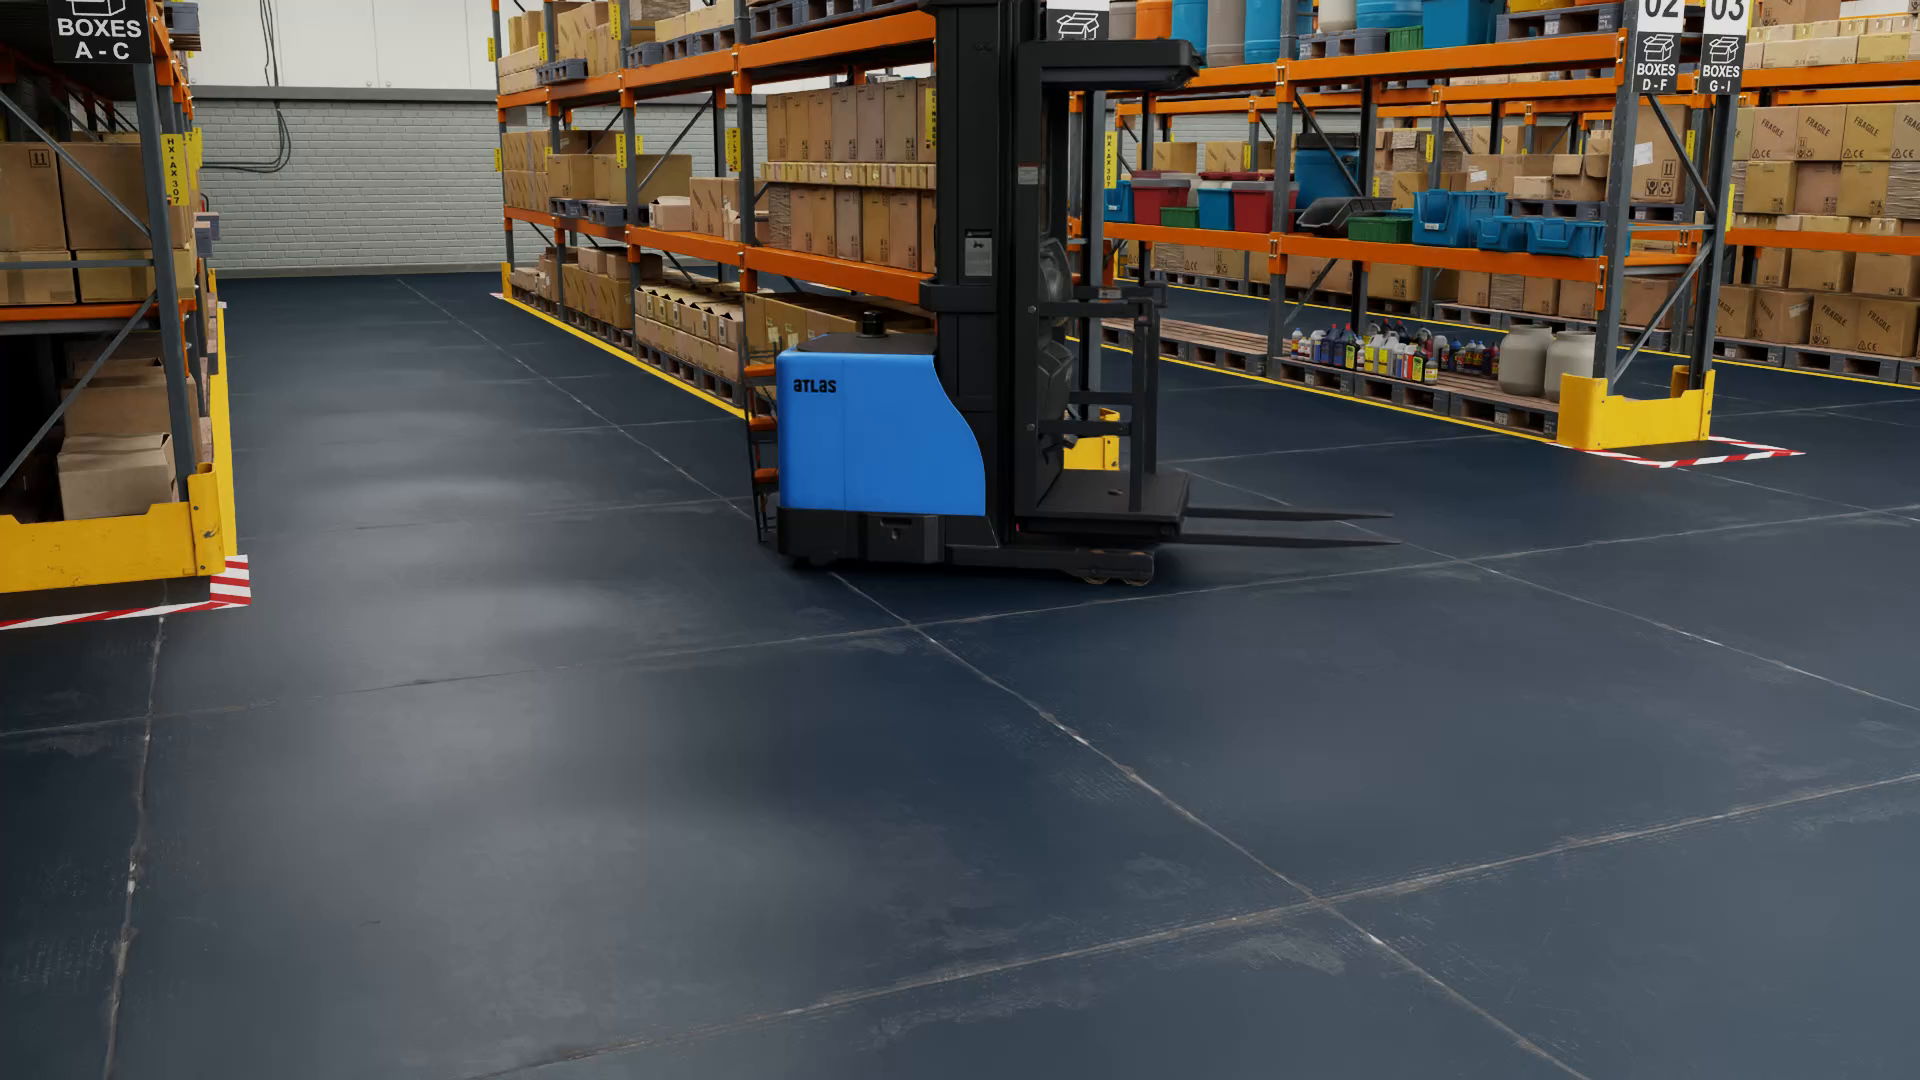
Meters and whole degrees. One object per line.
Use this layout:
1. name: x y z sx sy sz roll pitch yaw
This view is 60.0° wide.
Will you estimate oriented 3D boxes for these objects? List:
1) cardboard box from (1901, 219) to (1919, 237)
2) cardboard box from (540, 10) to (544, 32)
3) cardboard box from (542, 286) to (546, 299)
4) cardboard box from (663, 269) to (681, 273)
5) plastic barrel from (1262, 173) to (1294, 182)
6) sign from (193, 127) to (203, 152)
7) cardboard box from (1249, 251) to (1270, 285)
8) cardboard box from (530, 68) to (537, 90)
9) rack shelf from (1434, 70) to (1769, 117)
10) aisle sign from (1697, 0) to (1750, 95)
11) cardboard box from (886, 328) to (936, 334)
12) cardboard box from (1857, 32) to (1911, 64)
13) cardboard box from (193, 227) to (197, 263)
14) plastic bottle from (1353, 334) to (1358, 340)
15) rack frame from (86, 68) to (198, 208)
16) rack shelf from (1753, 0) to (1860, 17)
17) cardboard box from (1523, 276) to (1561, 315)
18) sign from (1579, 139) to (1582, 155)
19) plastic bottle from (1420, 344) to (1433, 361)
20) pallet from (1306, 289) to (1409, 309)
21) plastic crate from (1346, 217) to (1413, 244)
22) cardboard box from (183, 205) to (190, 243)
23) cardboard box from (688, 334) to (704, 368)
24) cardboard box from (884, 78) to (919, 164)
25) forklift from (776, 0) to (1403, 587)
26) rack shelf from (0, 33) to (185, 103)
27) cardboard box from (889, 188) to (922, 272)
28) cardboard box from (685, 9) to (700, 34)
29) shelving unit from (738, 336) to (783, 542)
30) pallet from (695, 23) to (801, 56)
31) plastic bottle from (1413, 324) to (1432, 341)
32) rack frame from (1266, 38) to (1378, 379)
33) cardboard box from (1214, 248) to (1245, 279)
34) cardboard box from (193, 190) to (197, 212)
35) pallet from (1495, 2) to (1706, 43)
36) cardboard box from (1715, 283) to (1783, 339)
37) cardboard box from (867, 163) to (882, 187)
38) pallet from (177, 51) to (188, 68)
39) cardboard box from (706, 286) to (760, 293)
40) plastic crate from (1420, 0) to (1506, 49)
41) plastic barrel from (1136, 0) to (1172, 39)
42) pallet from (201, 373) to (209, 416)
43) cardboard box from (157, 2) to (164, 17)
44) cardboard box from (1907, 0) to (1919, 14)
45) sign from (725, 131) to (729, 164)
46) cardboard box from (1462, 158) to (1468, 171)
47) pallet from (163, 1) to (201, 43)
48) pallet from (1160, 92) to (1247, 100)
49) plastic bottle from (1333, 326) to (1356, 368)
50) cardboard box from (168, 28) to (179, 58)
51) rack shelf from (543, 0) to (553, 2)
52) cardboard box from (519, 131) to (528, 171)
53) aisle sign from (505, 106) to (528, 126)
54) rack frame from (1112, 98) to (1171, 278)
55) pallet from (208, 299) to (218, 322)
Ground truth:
1. cardboard box: 8.619 -2.780 14.785 0.380 0.149 0.250 -6 14 -23
2. cardboard box: -4.954 -6.503 21.225 0.700 0.500 0.500 -6 14 -23
3. cardboard box: -5.141 -3.180 21.304 0.380 0.149 0.250 -6 14 -23
4. cardboard box: -3.391 -2.799 18.881 0.500 0.500 0.500 -6 14 -25
5. plastic barrel: 3.115 -3.268 16.036 0.433 0.535 0.433 0 13 0
6. sign: -10.084 -5.294 21.999 0.100 0.325 0.005 -6 14 -23
7. cardboard box: 4.905 -4.123 23.814 1.225 0.875 0.875 -6 14 -23
8. cardboard box: -5.077 -5.759 20.782 0.500 0.250 0.500 -6 14 -23
9. rack shelf: 7.034 -4.956 18.572 1.077 0.370 4.000 -6 14 -23
10. aisle sign: 5.197 -3.436 11.298 0.394 0.787 0.004 -6 14 -23
11. cardboard box: -0.128 -1.025 10.152 0.500 0.500 0.500 -6 14 -23
12. cardboard box: 8.405 -4.383 14.836 0.500 0.250 0.500 -6 14 -24
13. cardboard box: -5.313 -1.956 10.955 0.500 0.250 0.500 -6 14 -23
14. plastic bottle: 3.409 -1.646 14.404 0.097 0.271 0.097 0 13 0
15. rack frame: -8.985 -3.742 18.386 1.000 3.000 0.127 -6 14 -23
16. rack shelf: 11.619 -6.649 20.125 1.077 0.370 4.000 -6 14 -23
17. cardboard box: 6.987 -2.888 19.263 0.700 0.500 0.500 -4 14 -18
18. sign: 9.723 -6.126 26.120 0.100 0.325 0.005 -6 14 -23
19. plastic bottle: 3.784 -1.453 13.543 0.061 0.283 0.133 -6 14 -23
20. pallet: 5.501 -3.321 22.750 1.003 0.211 1.213 -6 14 -23
21. plastic crate: 3.582 -2.575 13.813 0.450 0.188 0.662 -6 14 -23
22. cardboard box: -4.283 -1.794 8.593 0.500 0.500 0.500 -6 14 -23
23. cardboard box: -2.081 -1.672 14.610 0.500 0.250 0.500 -5 14 -22
24. cardboard box: -0.053 -2.609 10.390 0.700 0.500 0.500 -6 14 -24
25. forklift: 0.659 -1.335 8.137 3.031 2.935 1.130 2 13 10
26. rack shelf: -6.582 -3.613 12.773 1.077 0.370 4.000 -6 14 -23
27. cardboard box: -0.031 -1.966 10.488 0.700 0.500 0.500 -5 14 -22
28. cardboard box: -2.167 -4.642 15.024 0.500 0.250 0.500 -6 14 -24
29. shelving unit: -1.006 -0.534 8.816 0.215 1.050 0.252 -4 13 2
30. pallet: -1.608 -4.087 13.647 0.805 0.209 1.217 -6 14 -25
31. plastic bottle: 4.025 -1.695 14.438 0.144 0.351 0.185 -6 14 -23
32. rack frame: 3.297 -2.984 15.111 1.000 3.000 0.127 -6 14 -23
33. cardboard box: 4.440 -4.397 24.998 0.875 0.875 0.875 -6 14 -23
34. cardboard box: -7.544 -3.352 15.773 0.500 0.500 0.500 -5 14 -21
35. pallet: 4.658 -3.707 12.000 1.003 0.211 1.213 -6 14 -23
36. cardboard box: 7.959 -2.332 16.906 0.500 0.500 0.500 -6 14 -25
37. cardboard box: -0.381 -2.351 10.714 0.380 0.149 0.250 -5 14 -21
38. pallet: -7.689 -4.413 15.053 1.213 0.211 1.003 -5 14 -20
39. cardboard box: -2.196 -2.309 16.119 0.500 0.311 0.500 -6 14 -24
40. plastic crate: 3.860 -3.978 12.789 0.392 0.384 0.575 -6 14 -23
41. plastic barrel: 2.087 -5.157 16.894 0.600 0.830 0.708 -6 14 -23
42. pallet: -6.586 -1.144 13.344 1.003 0.211 1.213 -6 14 -23
43. cardboard box: -4.904 -3.310 9.603 0.500 0.500 0.500 -6 14 -25
44. cardboard box: 8.585 -4.801 14.319 0.500 0.500 0.500 -6 14 -23
45. sign: -2.338 -3.979 16.841 0.100 0.325 0.005 -6 14 -23
46. cardboard box: 8.358 -5.990 27.216 0.500 0.500 0.500 -6 14 -23
47. pallet: -5.930 -3.596 11.521 1.213 0.211 1.003 -6 14 -23
48. pallet: 3.828 -6.924 25.679 1.003 0.211 1.213 -6 14 -23
49. plastic bottle: 3.316 -1.665 14.309 0.144 0.351 0.185 -6 14 -25
50. cardboard box: -6.847 -4.219 13.948 0.500 0.311 0.500 -6 14 -23
51. rack shelf: -3.646 -6.155 17.987 1.077 0.370 4.000 -6 14 -23
52. cardboard box: -5.497 -5.121 21.905 0.500 0.500 0.500 -6 14 -23
53. aisle sign: -6.346 -6.271 23.547 0.394 0.787 0.004 -6 14 -23
54. rack frame: 3.028 -5.911 27.756 1.000 3.000 0.127 -6 14 -23
55. pallet: -9.710 -2.800 20.501 1.003 0.211 1.213 -6 14 -23
